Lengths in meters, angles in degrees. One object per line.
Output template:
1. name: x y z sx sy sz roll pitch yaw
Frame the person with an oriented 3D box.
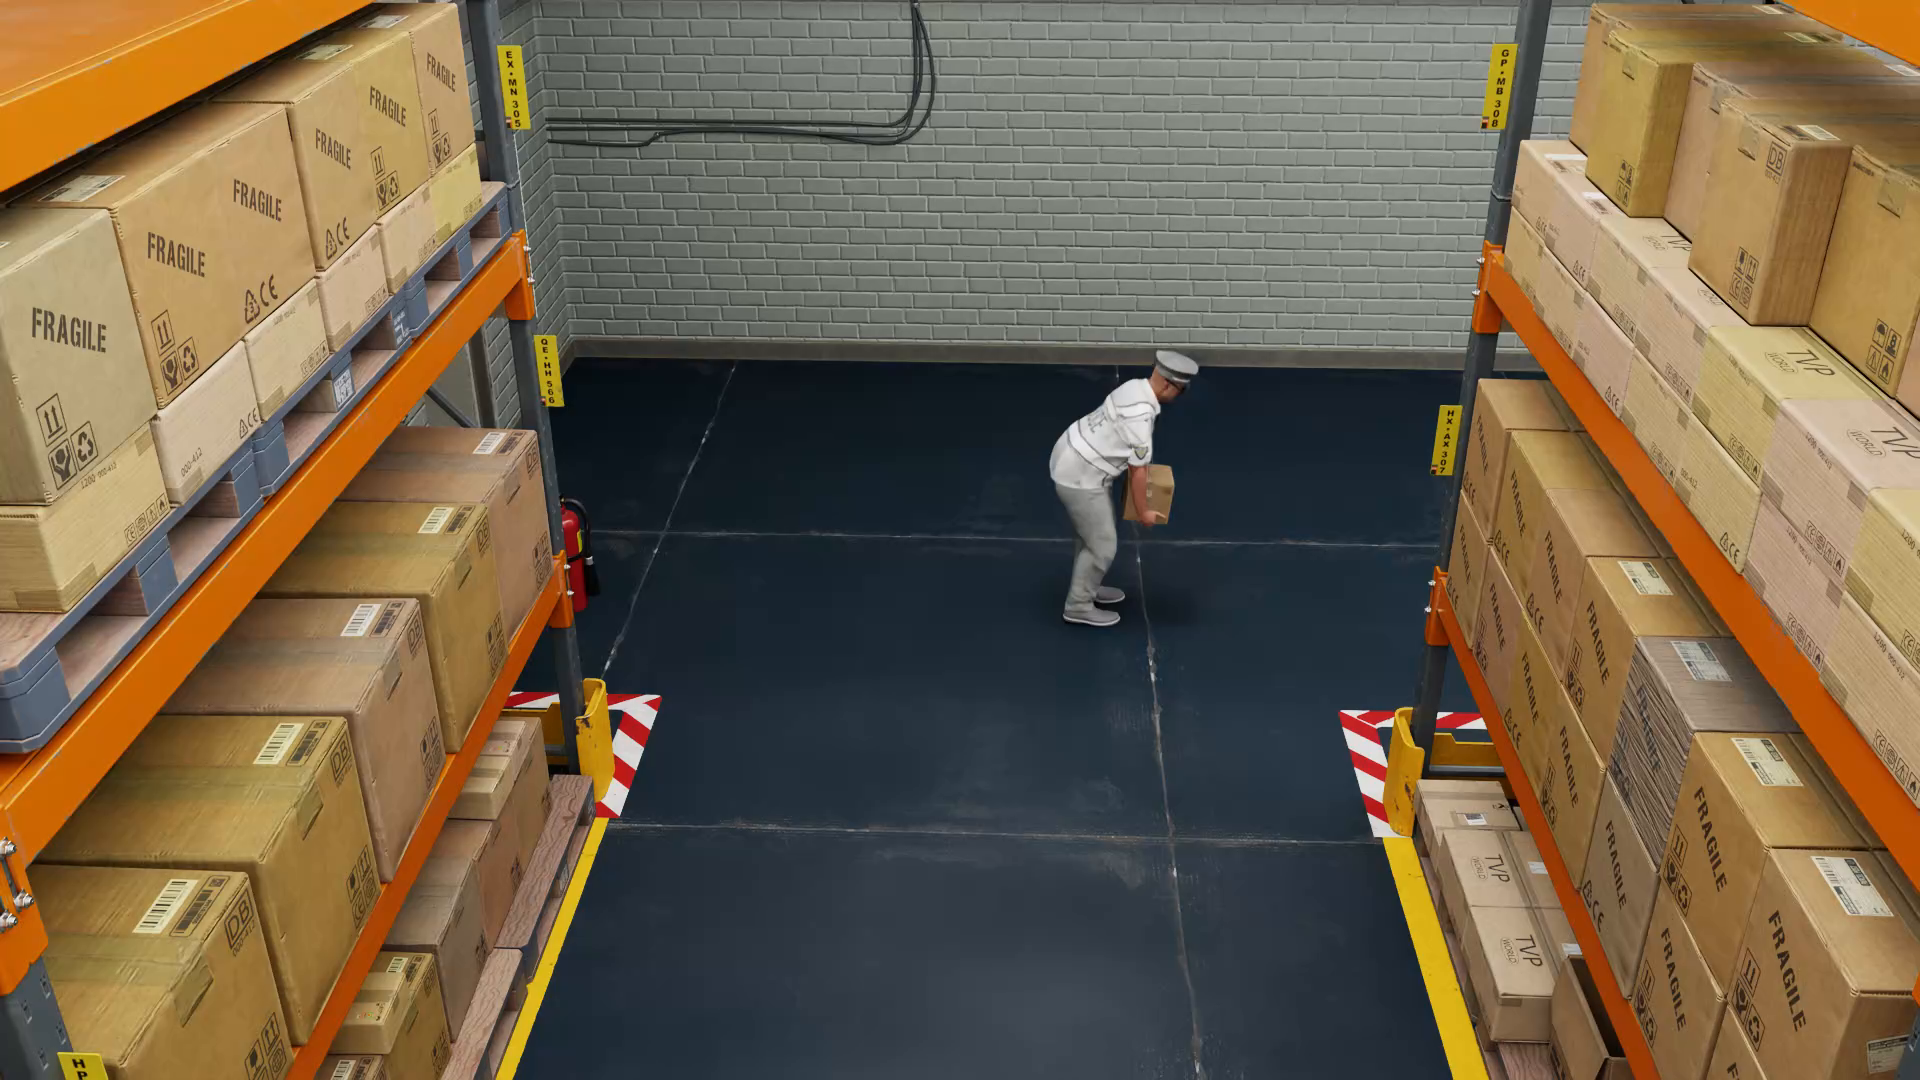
1. person: 0.898 -0.297 9.359 0.793 1.591 0.477 0 28 1
